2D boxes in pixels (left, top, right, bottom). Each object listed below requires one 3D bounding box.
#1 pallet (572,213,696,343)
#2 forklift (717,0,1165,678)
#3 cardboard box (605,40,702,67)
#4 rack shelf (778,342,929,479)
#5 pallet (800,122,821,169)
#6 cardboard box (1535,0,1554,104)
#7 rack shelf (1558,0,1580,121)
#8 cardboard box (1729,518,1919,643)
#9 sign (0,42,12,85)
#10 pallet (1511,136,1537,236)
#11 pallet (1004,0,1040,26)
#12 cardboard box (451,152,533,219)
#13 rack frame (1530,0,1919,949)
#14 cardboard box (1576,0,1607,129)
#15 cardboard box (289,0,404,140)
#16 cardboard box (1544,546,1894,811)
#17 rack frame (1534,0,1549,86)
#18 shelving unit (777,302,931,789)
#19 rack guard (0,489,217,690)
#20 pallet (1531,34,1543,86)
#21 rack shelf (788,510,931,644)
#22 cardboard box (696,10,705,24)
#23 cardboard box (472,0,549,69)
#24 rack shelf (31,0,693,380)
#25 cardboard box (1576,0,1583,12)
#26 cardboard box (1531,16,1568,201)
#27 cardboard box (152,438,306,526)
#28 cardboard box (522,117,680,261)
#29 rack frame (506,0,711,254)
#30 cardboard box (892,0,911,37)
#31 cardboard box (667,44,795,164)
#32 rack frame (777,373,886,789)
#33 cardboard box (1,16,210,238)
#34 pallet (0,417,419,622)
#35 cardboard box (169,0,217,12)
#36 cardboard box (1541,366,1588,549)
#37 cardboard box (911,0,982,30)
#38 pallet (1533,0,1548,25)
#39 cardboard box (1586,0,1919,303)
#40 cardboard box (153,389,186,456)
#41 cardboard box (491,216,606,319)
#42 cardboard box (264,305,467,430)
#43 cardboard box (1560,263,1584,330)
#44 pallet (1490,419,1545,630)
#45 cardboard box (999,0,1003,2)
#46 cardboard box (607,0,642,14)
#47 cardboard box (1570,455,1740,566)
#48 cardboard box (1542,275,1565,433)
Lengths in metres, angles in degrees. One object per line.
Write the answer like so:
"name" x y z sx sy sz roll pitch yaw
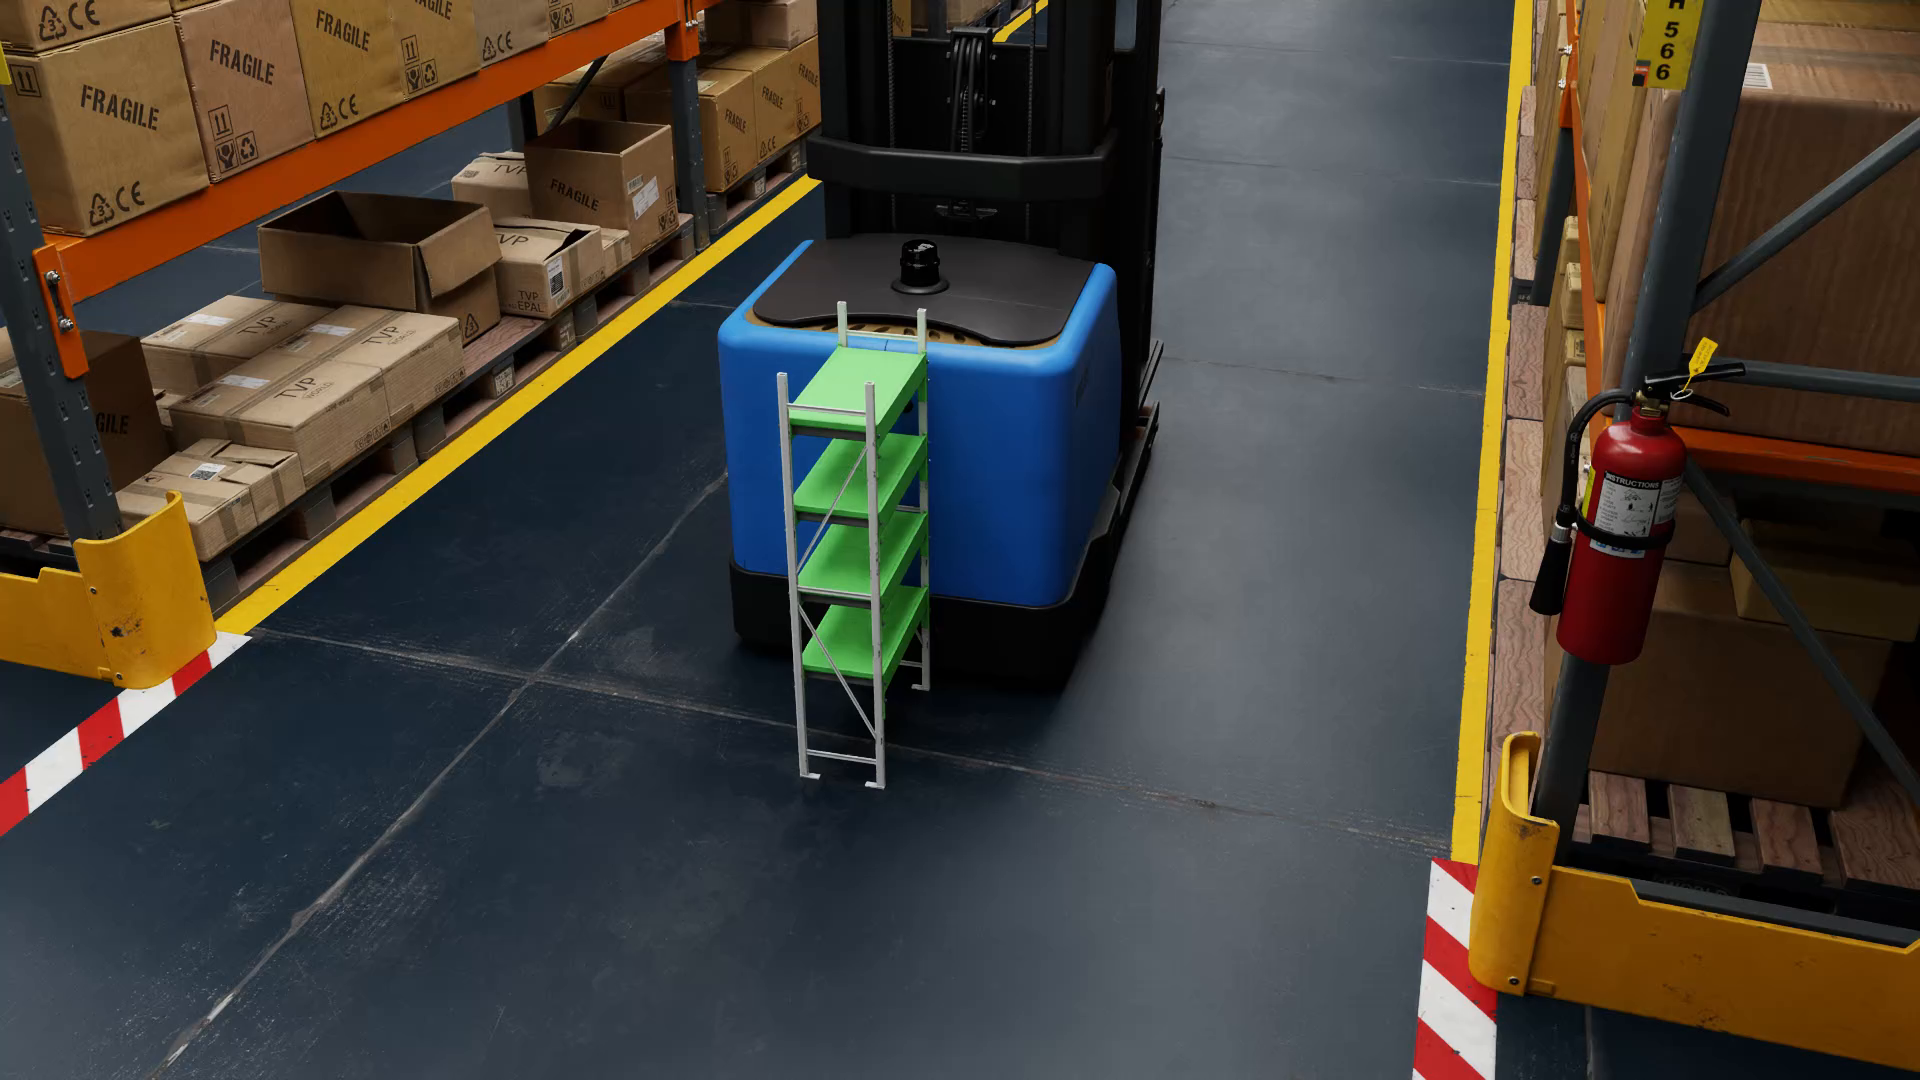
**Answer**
"pallet" -1.963 -1.306 7.881 1.003 0.211 1.213 8 30 15
"forklift" 0.146 -1.576 5.568 1.130 2.935 3.031 7 30 12
"cardboard box" -1.736 -2.442 9.174 0.500 0.500 0.500 9 30 15
"rack shelf" -0.264 -0.341 4.273 0.258 0.148 0.480 7 30 12
"pallet" -1.202 -2.577 10.166 1.003 0.211 1.213 8 30 15
"cardboard box" 3.809 -2.919 9.690 0.750 0.750 0.750 8 30 14
"rack shelf" 3.563 -2.754 8.354 1.077 0.370 4.000 8 30 15
"cardboard box" 2.066 0.093 3.970 0.380 0.149 0.250 9 30 15
"sign" -2.416 -1.286 4.085 0.100 0.325 0.005 8 30 15
"pallet" 3.487 -1.858 8.873 1.003 0.211 1.213 8 30 15
"pallet" 0.053 -4.426 13.489 1.003 0.211 1.213 8 30 15
"cardboard box" -2.090 -1.697 8.028 0.500 0.311 0.500 8 30 15
"rack frame" 1.802 -0.280 3.167 1.000 3.000 0.127 8 30 15
"cardboard box" 2.582 -1.681 5.379 0.980 0.700 0.700 8 30 14
"cardboard box" -2.256 -1.670 5.564 0.500 0.500 0.500 8 30 15
"cardboard box" 1.912 0.290 4.283 0.700 0.500 0.500 8 30 15
"rack frame" 4.150 -3.998 9.850 1.000 3.000 0.127 8 30 15
"shelving unit" -0.264 0.023 4.475 0.258 1.200 0.503 7 30 12
"rack guard" -2.912 0.072 5.106 1.175 0.500 0.348 8 30 15
"pallet" 4.381 -3.142 11.181 1.003 0.211 1.213 8 30 15
"rack shelf" -0.264 0.079 4.506 0.258 0.148 0.480 7 30 12
"cardboard box" -1.442 -2.912 10.018 0.500 0.500 0.500 7 30 13
"cardboard box" -1.960 -2.140 6.408 0.500 0.500 0.500 9 30 16
"rack shelf" -2.347 -1.600 6.280 1.077 0.370 4.000 8 30 15
"cardboard box" 2.856 -2.356 7.137 0.380 0.149 0.250 9 30 16
"cardboard box" 3.301 -2.117 8.249 0.750 0.750 0.750 9 30 16
"cardboard box" -2.410 -0.201 5.487 0.380 0.166 0.250 8 30 15
"cardboard box" -1.656 -1.638 7.728 0.500 0.500 0.500 8 30 15
"rack frame" -1.760 -2.844 7.776 1.000 3.000 0.127 8 30 15
"cardboard box" -0.636 -3.334 10.777 0.500 0.500 0.500 10 31 17
"cardboard box" -1.240 -2.383 9.067 0.500 0.500 0.500 9 30 16
"rack frame" -0.321 0.138 4.268 0.240 1.200 0.015 7 30 12
"cardboard box" -2.552 -1.197 4.714 0.500 0.500 0.500 9 30 16
"pallet" -2.679 -0.172 5.842 1.003 0.211 1.213 8 30 15
"cardboard box" -2.406 -1.878 4.909 0.500 0.500 0.500 9 30 15
"cardboard box" 2.206 -0.177 5.122 0.700 0.500 0.500 8 30 13
"cardboard box" -0.152 -3.886 12.046 0.500 0.250 0.500 8 30 15
"pallet" 5.097 -4.276 13.219 1.003 0.211 1.213 8 30 15
"cardboard box" 2.145 -0.989 4.134 0.980 0.700 0.700 8 30 14
"cardboard box" -2.805 -0.402 5.849 0.380 0.166 0.250 8 30 15
"cardboard box" -1.877 -1.207 7.148 0.500 0.311 0.500 8 30 15
"cardboard box" -2.210 -0.652 6.213 0.500 0.250 0.500 8 30 15
"cardboard box" 2.231 -0.805 5.583 0.380 0.149 0.250 8 30 13
"pallet" 2.322 -0.009 5.549 1.003 0.211 1.213 8 30 15
"cardboard box" 0.142 -4.362 12.902 0.500 0.250 0.500 8 30 14
"cardboard box" -1.662 -2.619 7.269 0.500 0.500 0.500 9 30 16
"cardboard box" 1.775 -0.080 4.280 0.380 0.149 0.250 8 30 14
"cardboard box" 2.508 -0.664 5.997 0.700 0.500 0.500 8 30 14
